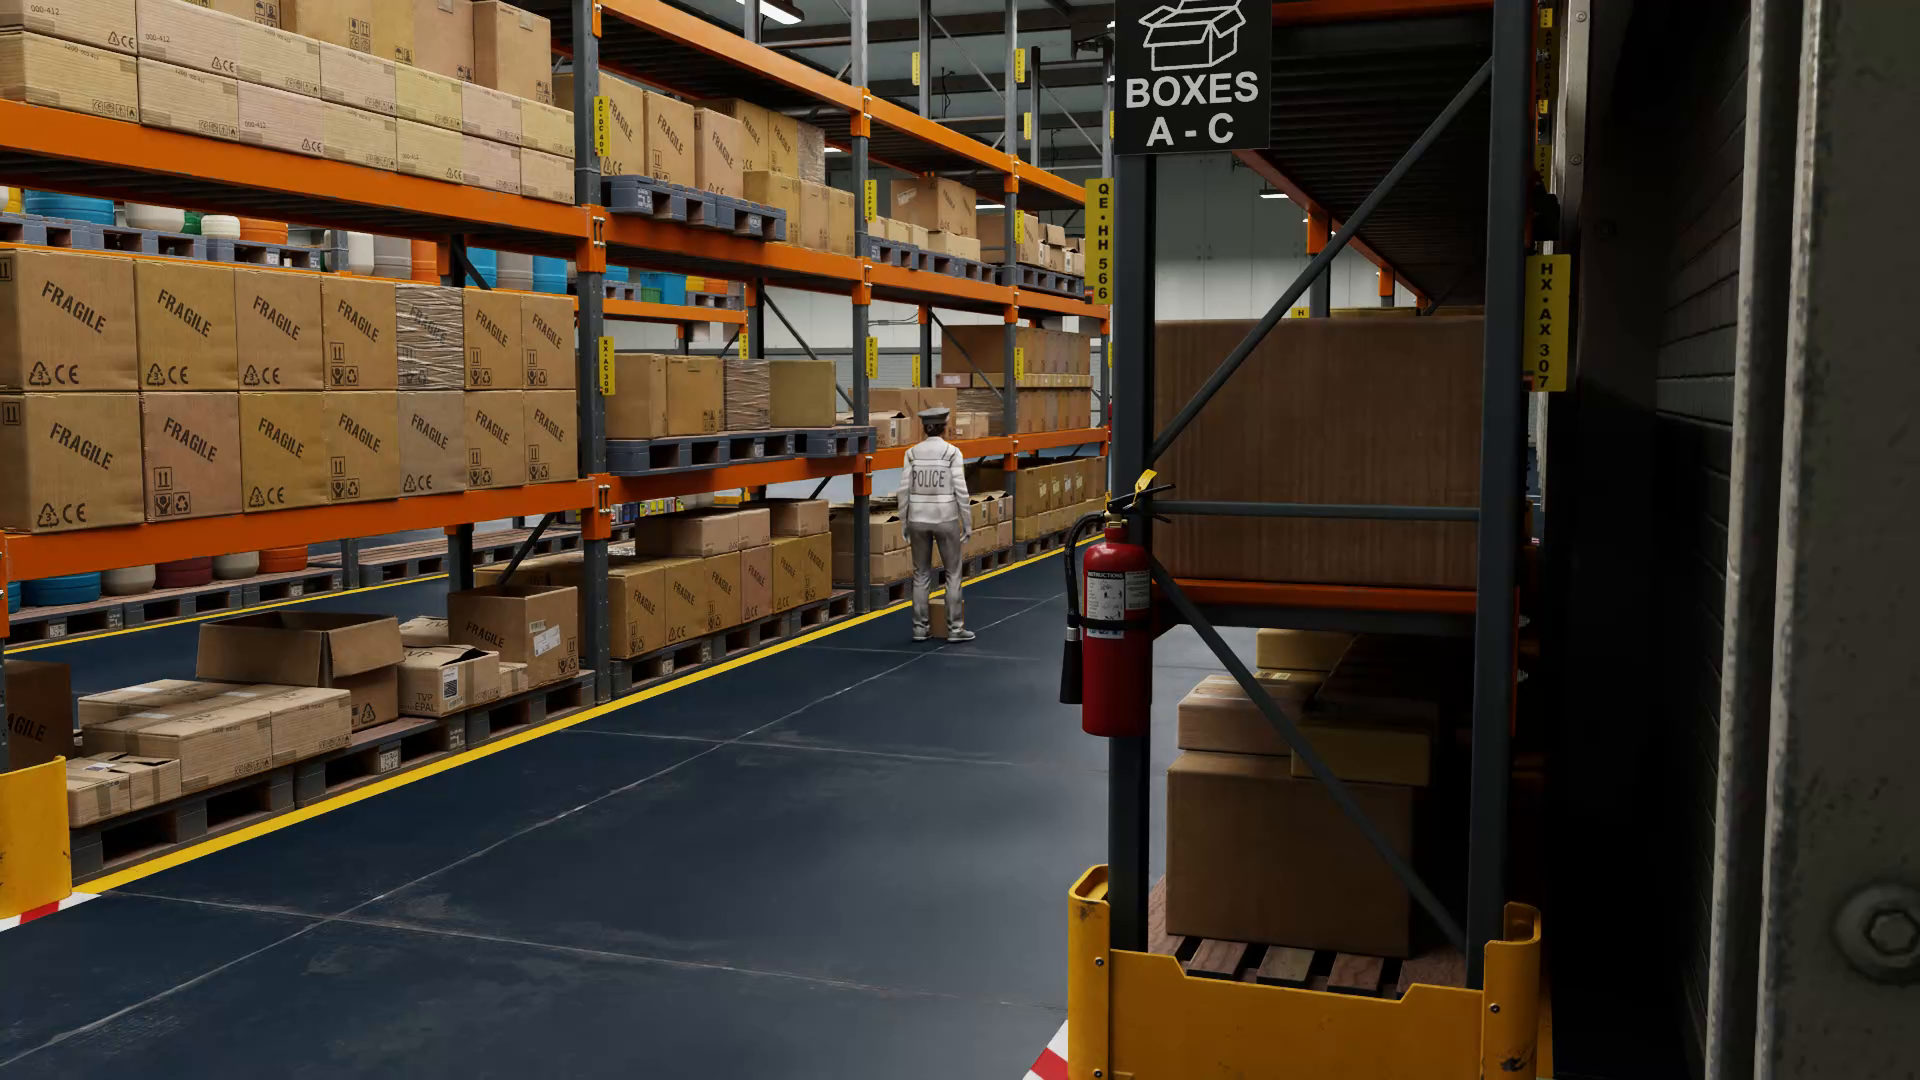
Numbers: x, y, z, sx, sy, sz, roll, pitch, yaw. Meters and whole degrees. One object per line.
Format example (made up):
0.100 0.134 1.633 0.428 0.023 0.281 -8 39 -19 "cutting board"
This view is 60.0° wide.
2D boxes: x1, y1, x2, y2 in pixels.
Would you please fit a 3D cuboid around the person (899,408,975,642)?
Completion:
-0.172 -0.106 11.867 0.529 1.664 0.375 2 6 18 "person"
